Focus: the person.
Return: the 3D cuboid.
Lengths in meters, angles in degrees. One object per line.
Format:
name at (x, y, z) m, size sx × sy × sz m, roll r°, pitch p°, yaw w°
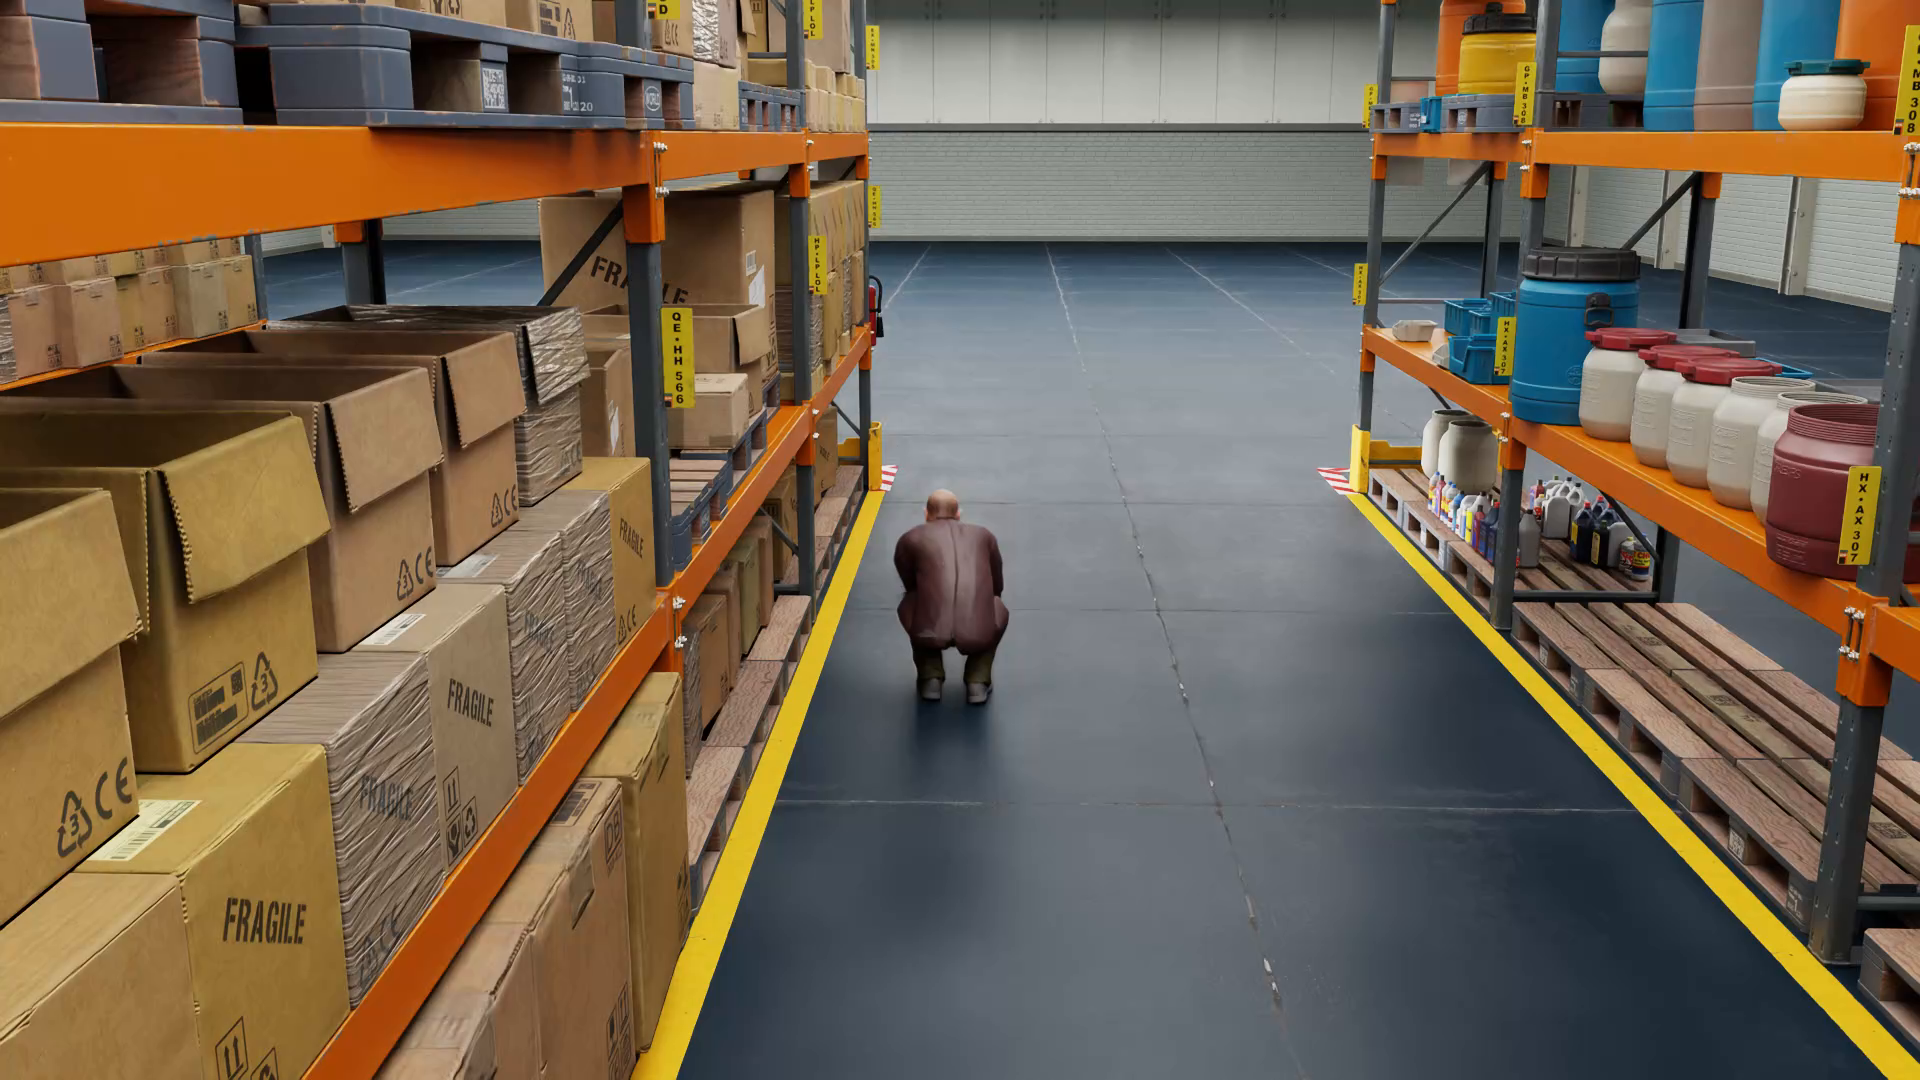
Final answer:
person at (-0.043, 0.279, 8.581) m, size 0.597 × 0.981 × 0.912 m, roll 0°, pitch 14°, yaw 1°
